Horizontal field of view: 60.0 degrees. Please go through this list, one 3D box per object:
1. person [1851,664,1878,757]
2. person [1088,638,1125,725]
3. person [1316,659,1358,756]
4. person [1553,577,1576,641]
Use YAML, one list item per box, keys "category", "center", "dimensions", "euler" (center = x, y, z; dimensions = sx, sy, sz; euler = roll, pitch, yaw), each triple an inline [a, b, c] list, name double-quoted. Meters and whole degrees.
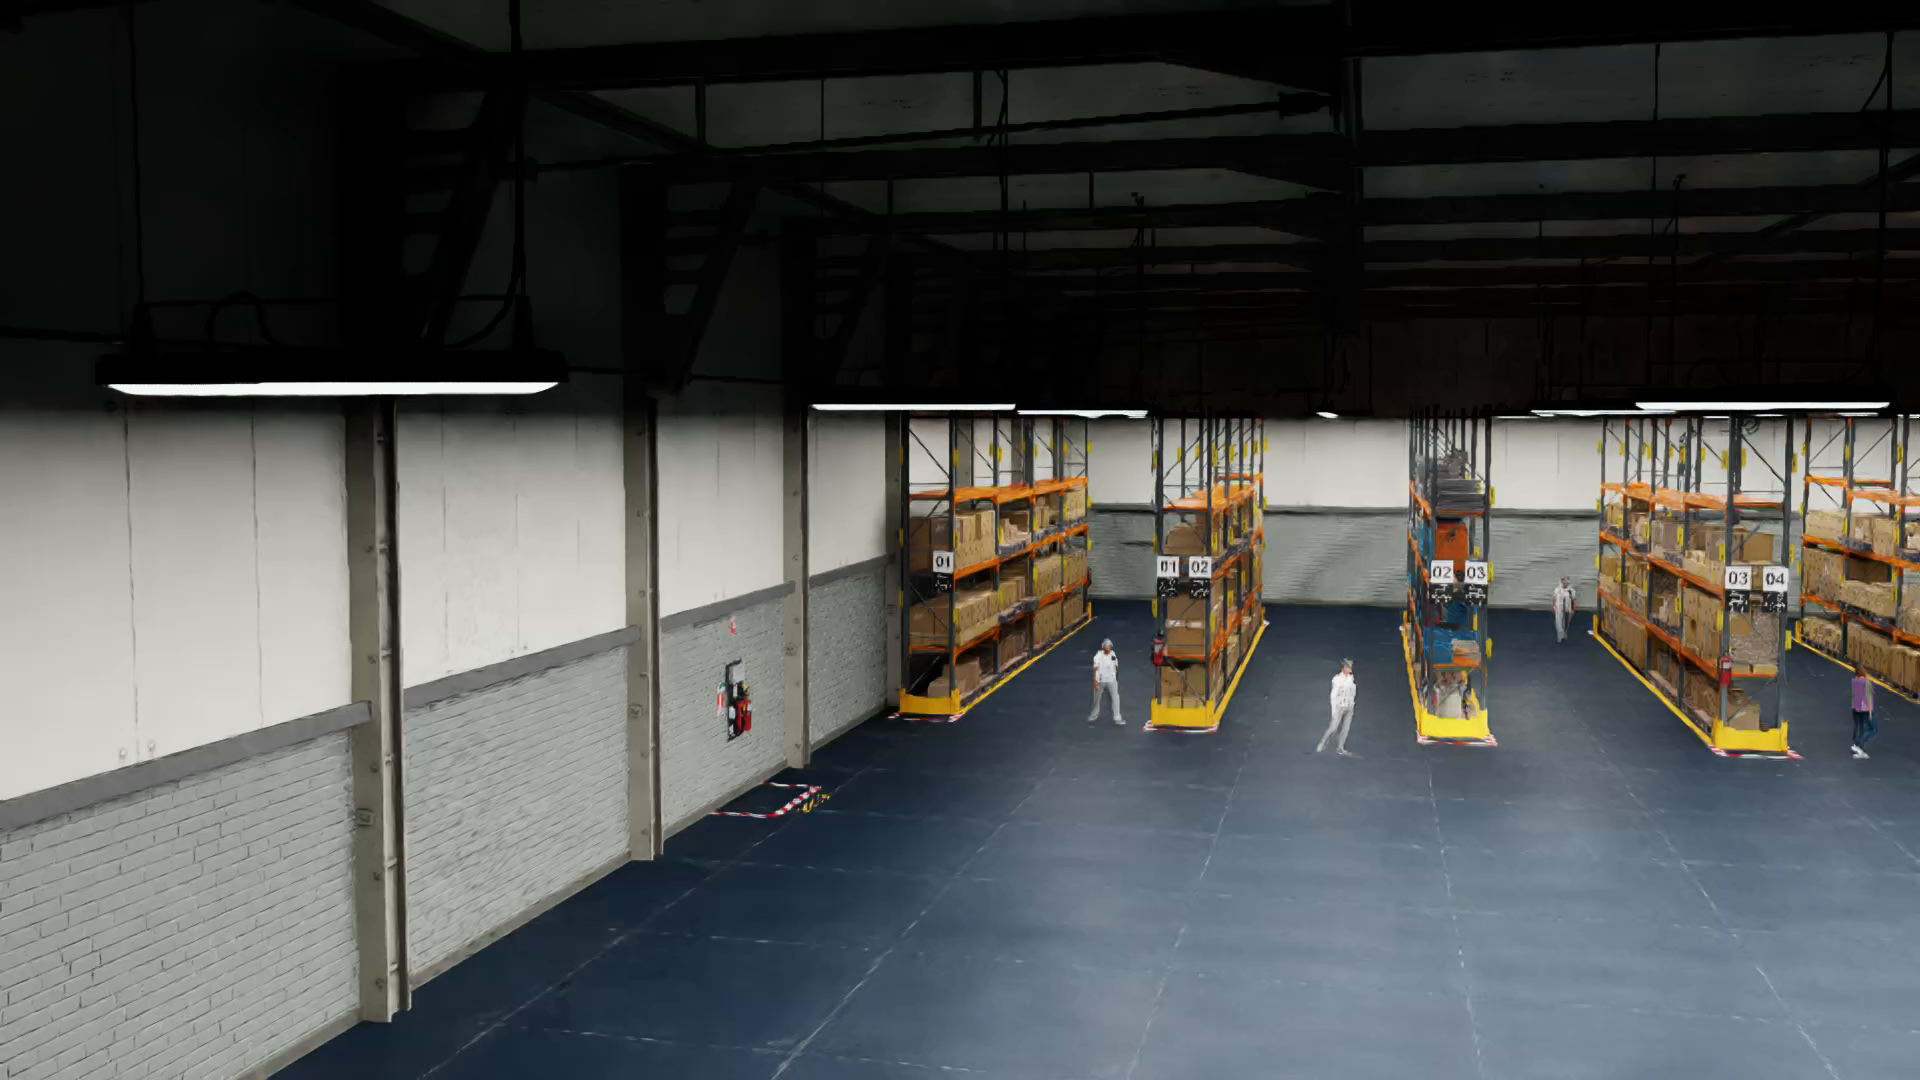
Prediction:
- category: "person"
  center: [15.291, 2.903, 28.203]
  dimensions: [0.396, 1.594, 0.452]
  euler: [-1, 4, -15]
- category: "person"
  center: [2.752, 2.658, 31.386]
  dimensions: [0.567, 1.619, 0.914]
  euler: [-1, 4, -9]
- category: "person"
  center: [6.447, 2.855, 28.421]
  dimensions: [0.659, 1.661, 0.499]
  euler: [-2, 5, -27]
- category: "person"
  center: [15.691, 1.773, 43.169]
  dimensions: [0.533, 1.676, 1.120]
  euler: [1, 4, 12]
